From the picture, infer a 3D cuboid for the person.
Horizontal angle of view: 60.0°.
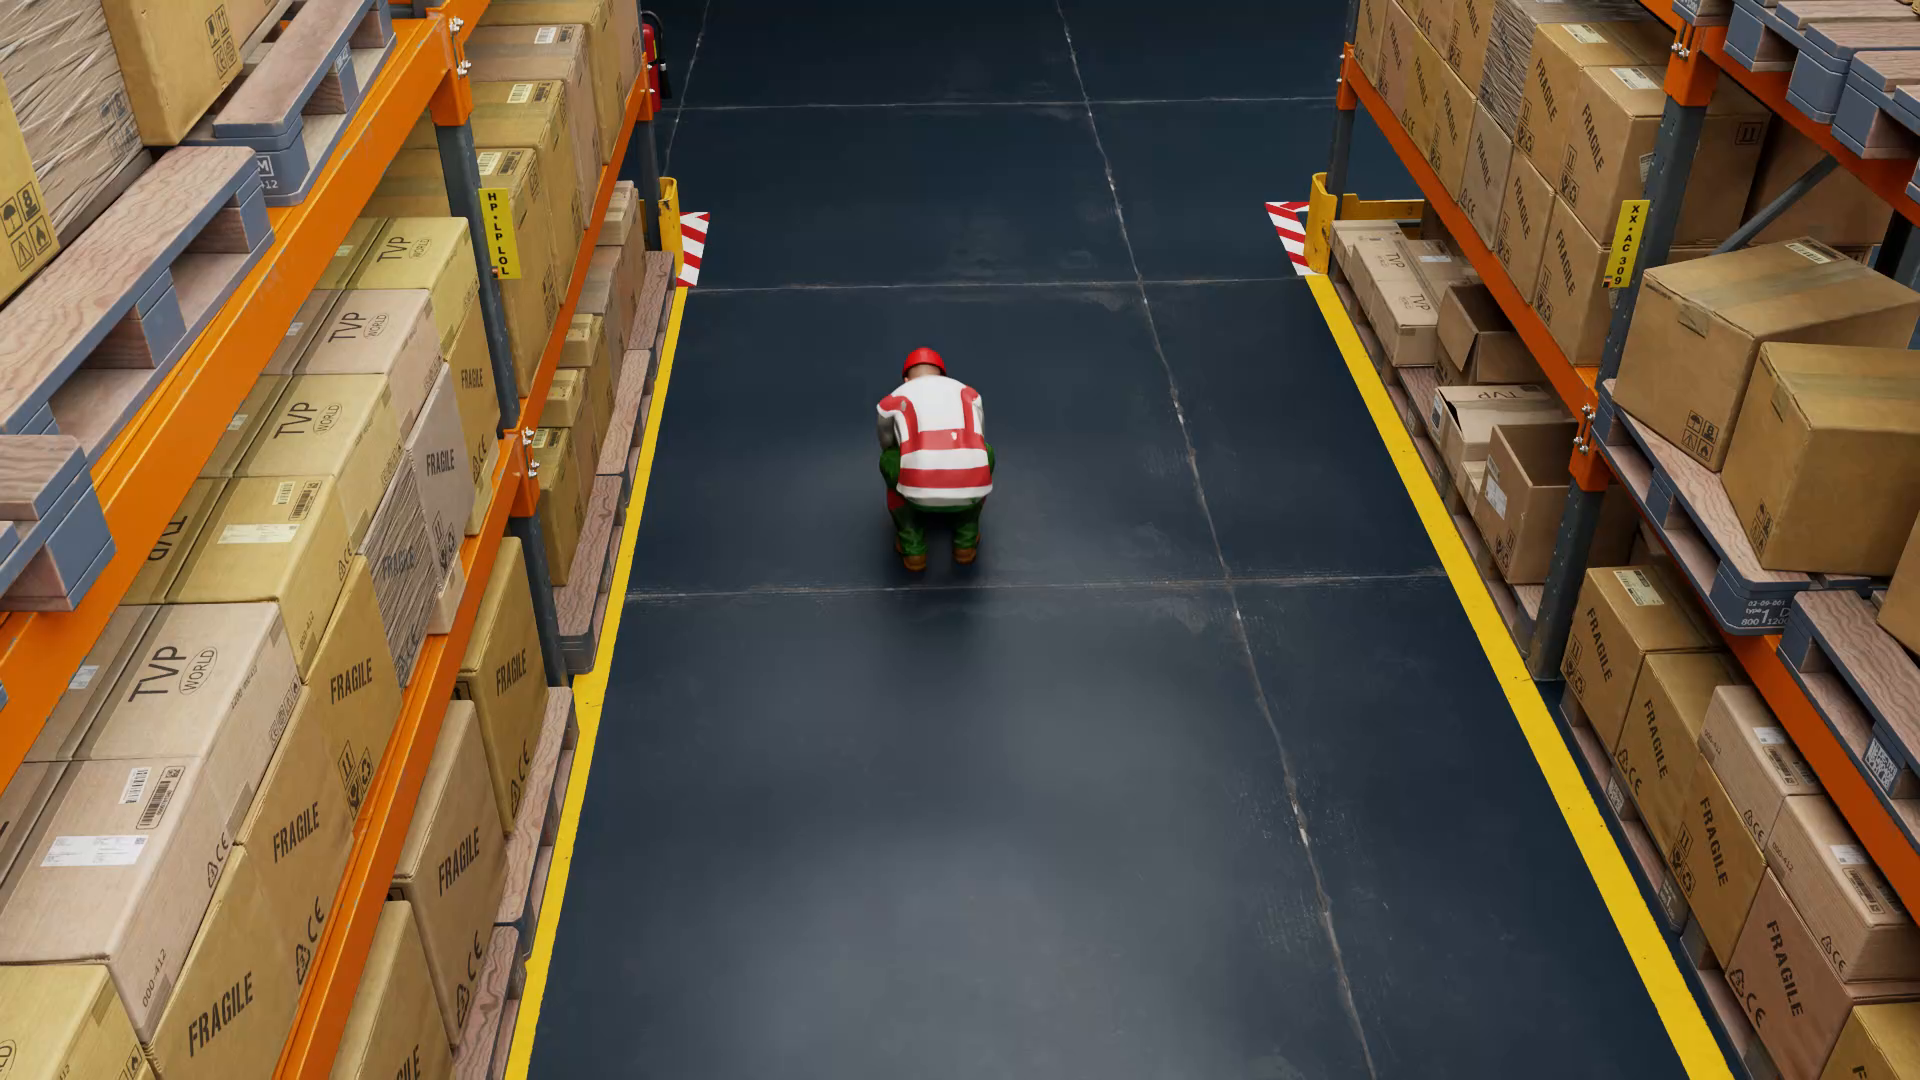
[{"bbox_3d":[-0.107,-0.333,7.520,0.521,0.796,0.950,-2,35,-3],"label":"person"}]
